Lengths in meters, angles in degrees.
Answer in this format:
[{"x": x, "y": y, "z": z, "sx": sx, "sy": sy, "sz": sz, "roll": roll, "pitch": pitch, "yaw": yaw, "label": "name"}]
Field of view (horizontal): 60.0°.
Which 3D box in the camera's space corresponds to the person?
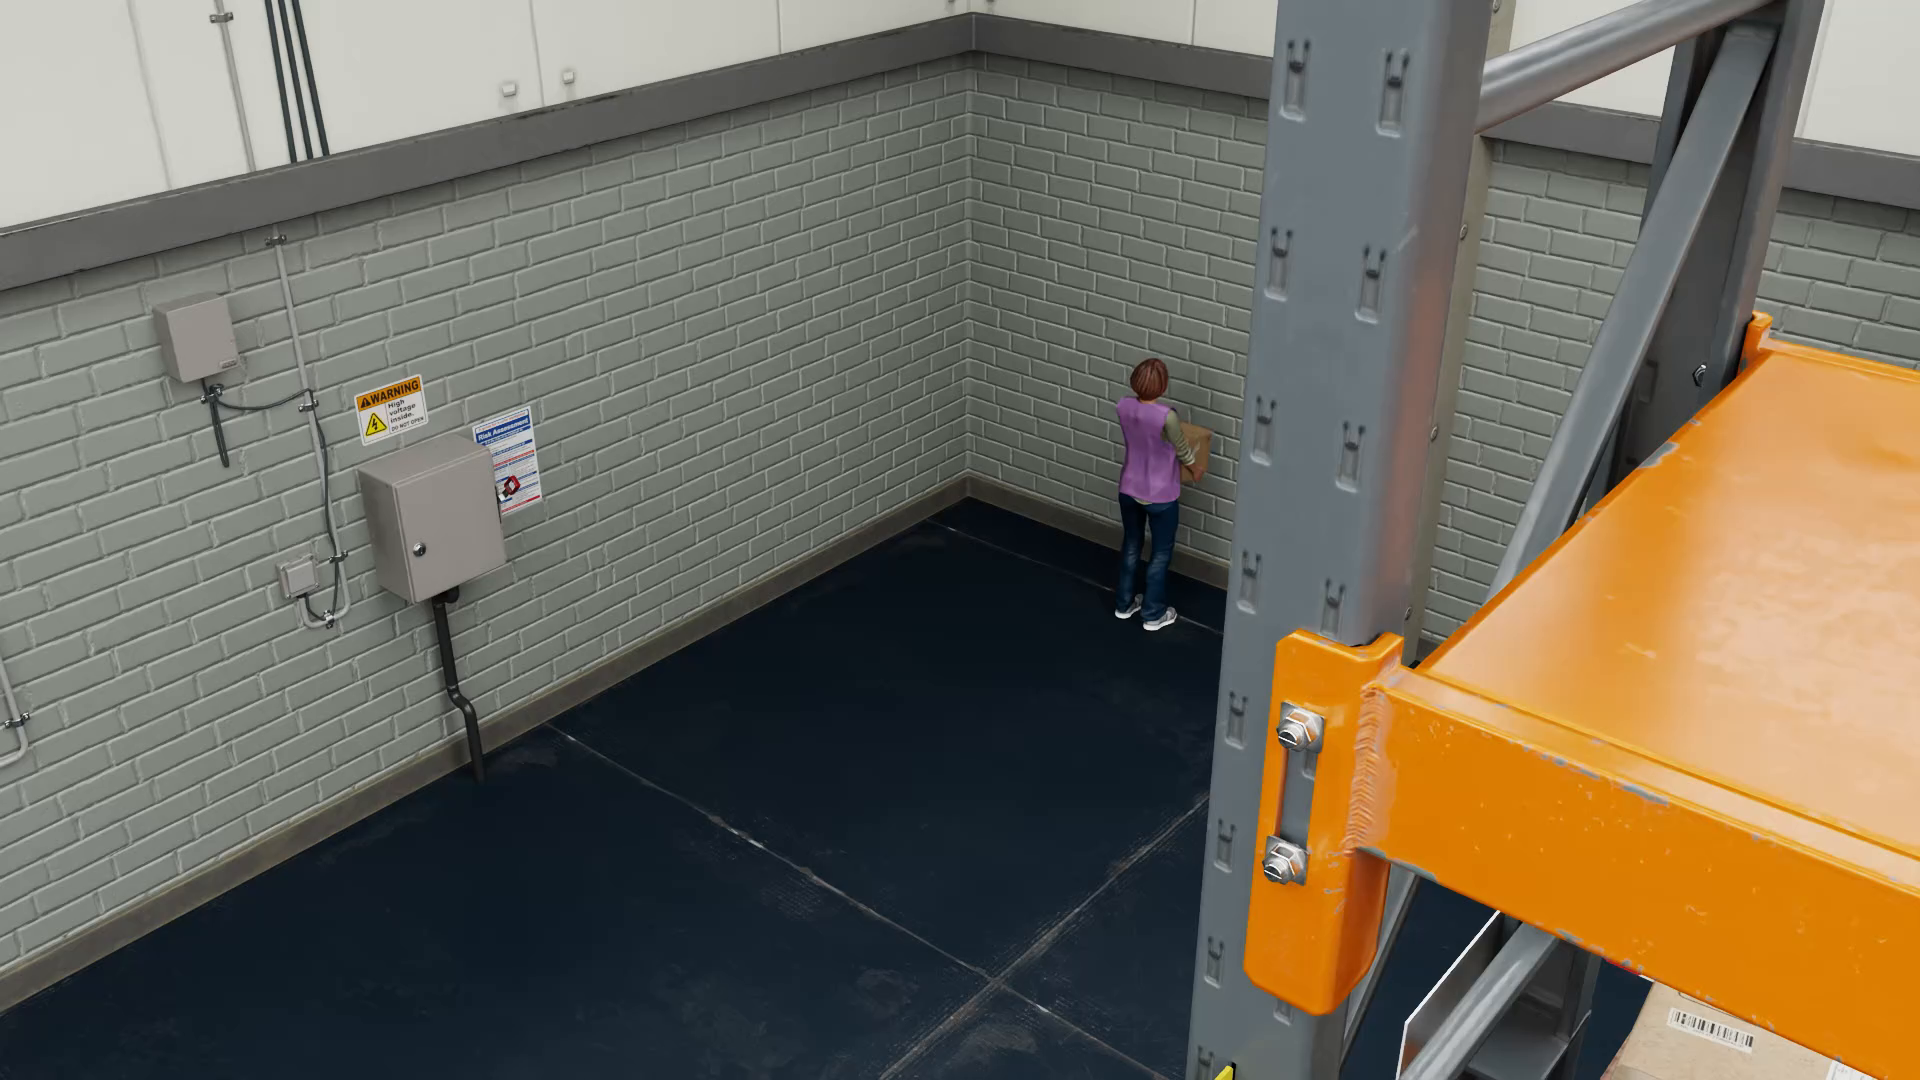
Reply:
[{"x": 1.093, "y": -0.277, "z": 9.178, "sx": 0.404, "sy": 1.582, "sz": 0.490, "roll": 21, "pitch": 35, "yaw": 35, "label": "person"}]
